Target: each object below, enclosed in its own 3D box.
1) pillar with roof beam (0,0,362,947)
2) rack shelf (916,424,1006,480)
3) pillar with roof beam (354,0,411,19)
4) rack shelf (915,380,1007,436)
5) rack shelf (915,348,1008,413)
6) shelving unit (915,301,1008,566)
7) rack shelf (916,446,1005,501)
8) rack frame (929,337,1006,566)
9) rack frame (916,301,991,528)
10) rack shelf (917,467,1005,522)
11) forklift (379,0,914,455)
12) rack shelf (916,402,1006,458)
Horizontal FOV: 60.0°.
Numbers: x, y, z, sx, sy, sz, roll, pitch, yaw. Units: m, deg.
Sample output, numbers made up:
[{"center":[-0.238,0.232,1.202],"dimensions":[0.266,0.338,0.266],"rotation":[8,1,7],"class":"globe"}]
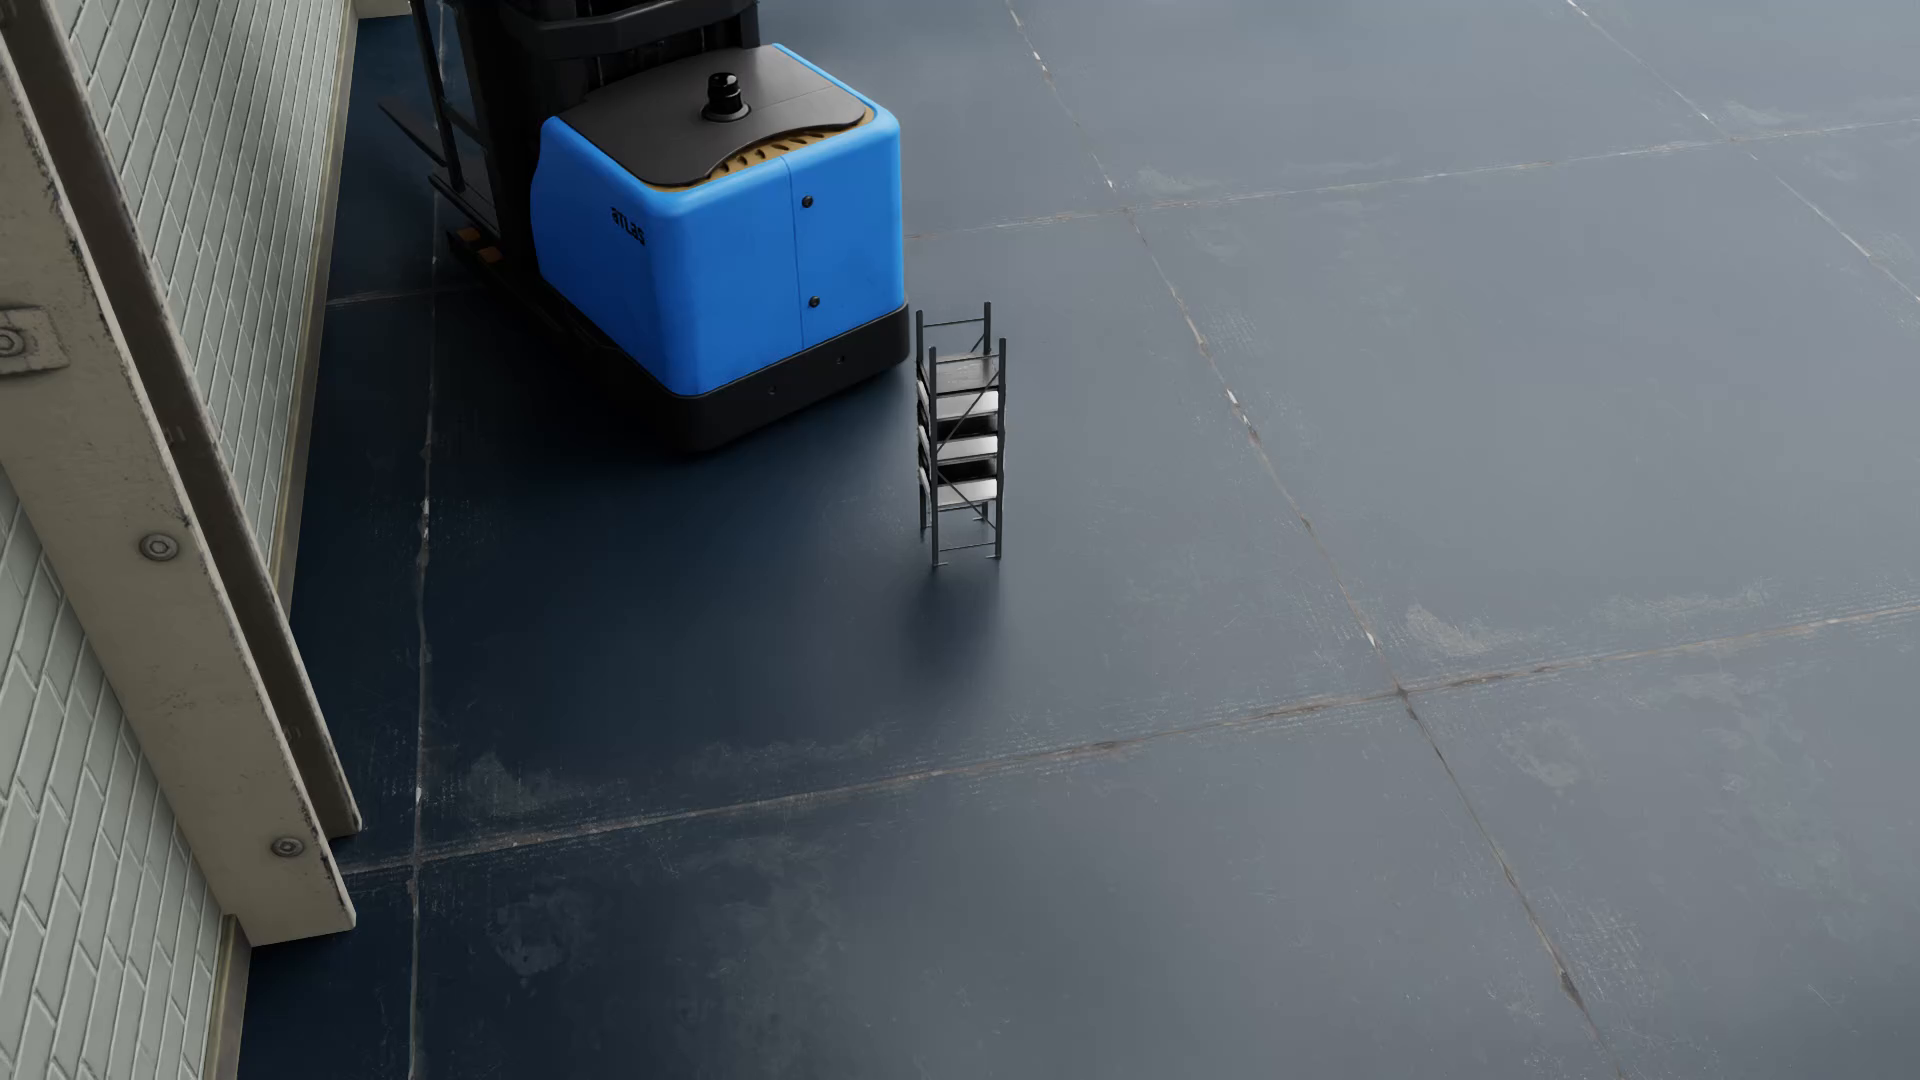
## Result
[{"center":[2.354,-3.025,2.379],"dimensions":[9.100,9.000,0.400],"rotation":[-8,42,-9],"class":"pillar with roof beam"},{"center":[0.002,-0.306,5.467],"dimensions":[0.258,0.077,0.200],"rotation":[-8,42,-9],"class":"rack shelf"},{"center":[1.059,-6.914,6.760],"dimensions":[9.100,9.000,0.400],"rotation":[-8,42,-9],"class":"pillar with roof beam"},{"center":[0.002,-0.441,5.348],"dimensions":[0.258,0.077,0.200],"rotation":[-8,42,-9],"class":"rack shelf"},{"center":[0.002,-0.508,5.288],"dimensions":[0.258,0.077,0.200],"rotation":[-8,42,-9],"class":"rack shelf"},{"center":[0.002,-0.331,5.445],"dimensions":[0.258,0.900,0.210],"rotation":[-8,42,-9],"class":"shelving unit"},{"center":[0.002,-0.239,5.527],"dimensions":[0.258,0.077,0.200],"rotation":[-8,42,-9],"class":"rack shelf"},{"center":[0.024,-0.265,5.371],"dimensions":[0.240,0.900,0.006],"rotation":[-8,42,-9],"class":"rack frame"},{"center":[-0.020,-0.397,5.520],"dimensions":[0.240,0.900,0.006],"rotation":[-8,42,-9],"class":"rack frame"},{"center":[0.002,-0.172,5.587],"dimensions":[0.258,0.077,0.200],"rotation":[-8,42,-9],"class":"rack shelf"},{"center":[-1.490,-2.322,6.157],"dimensions":[1.130,2.935,3.031],"rotation":[-28,49,-28],"class":"forklift"},{"center":[0.002,-0.374,5.408],"dimensions":[0.258,0.077,0.200],"rotation":[-8,42,-9],"class":"rack shelf"}]
